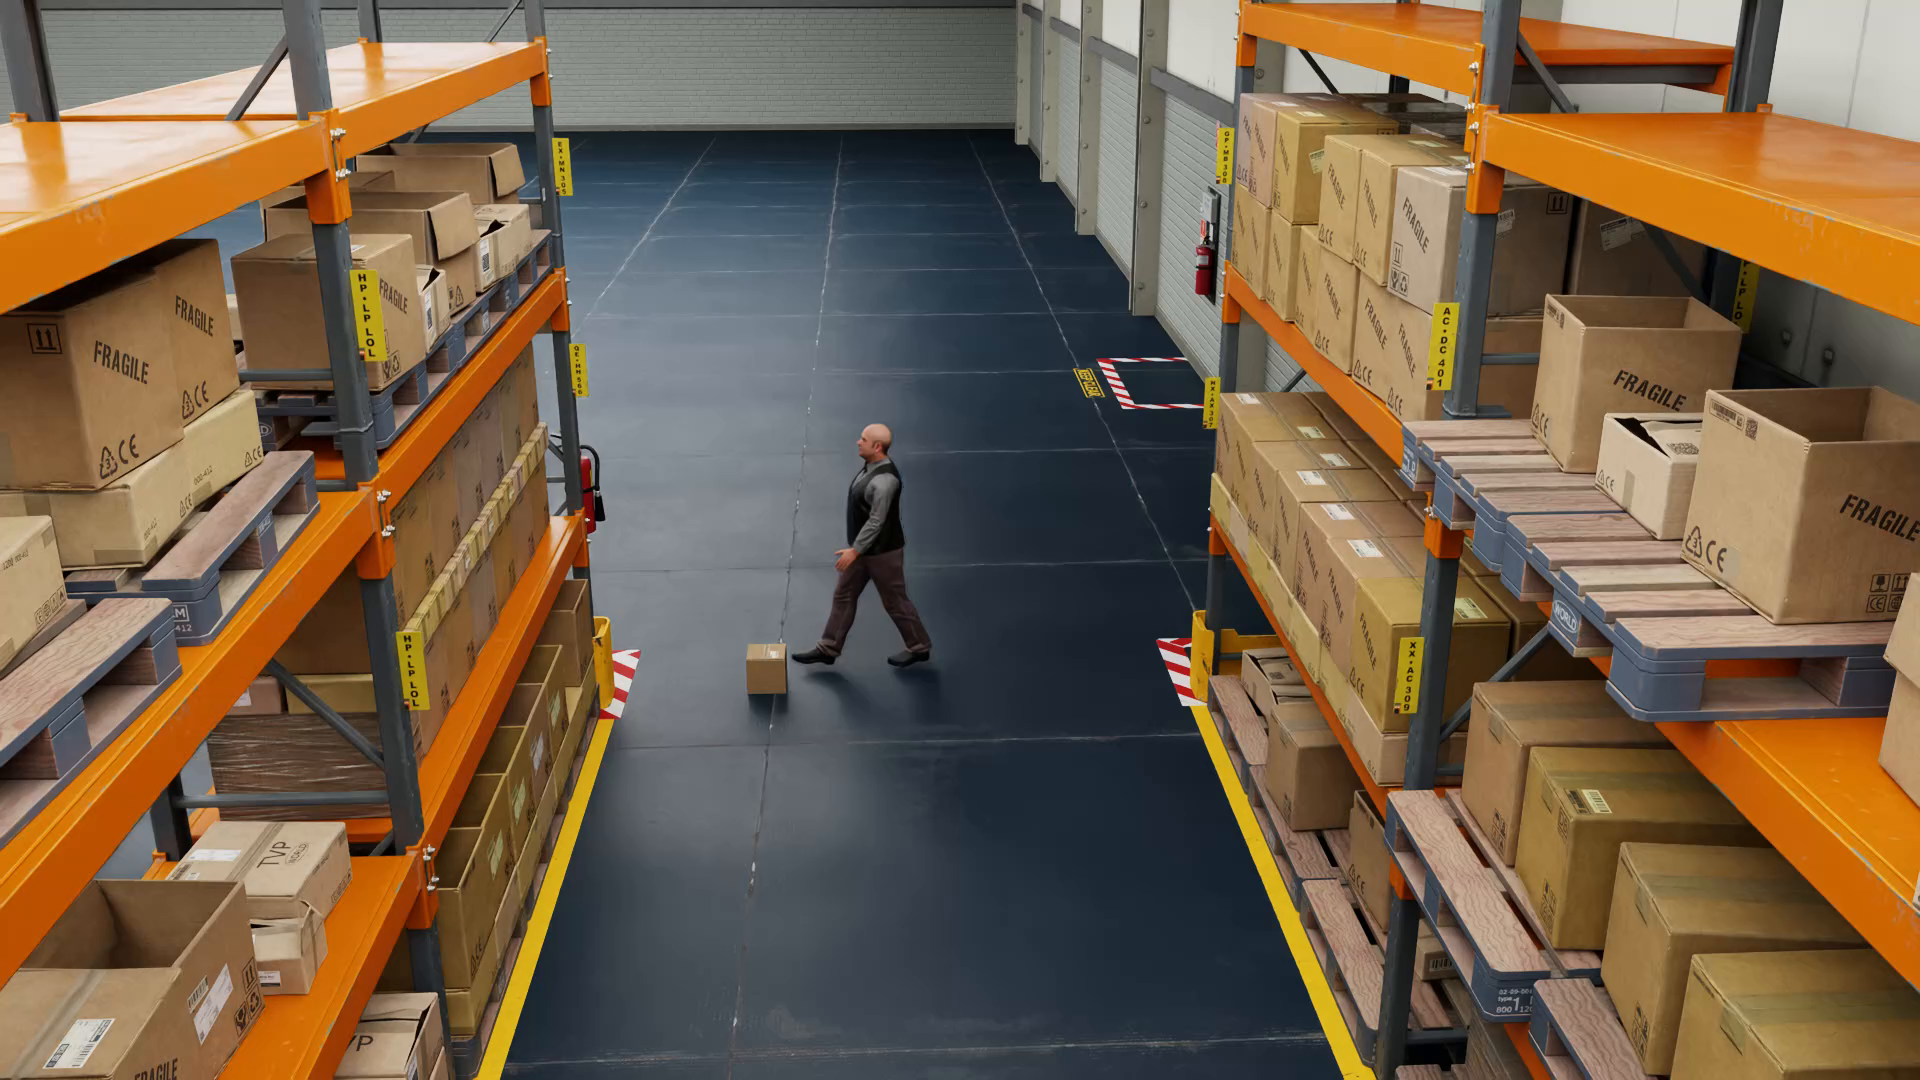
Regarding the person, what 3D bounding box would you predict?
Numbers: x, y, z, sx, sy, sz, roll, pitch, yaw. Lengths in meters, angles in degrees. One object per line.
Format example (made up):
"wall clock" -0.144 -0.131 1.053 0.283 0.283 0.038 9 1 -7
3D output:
"person" -0.639 0.063 10.909 0.927 1.679 0.533 -8 22 -20
